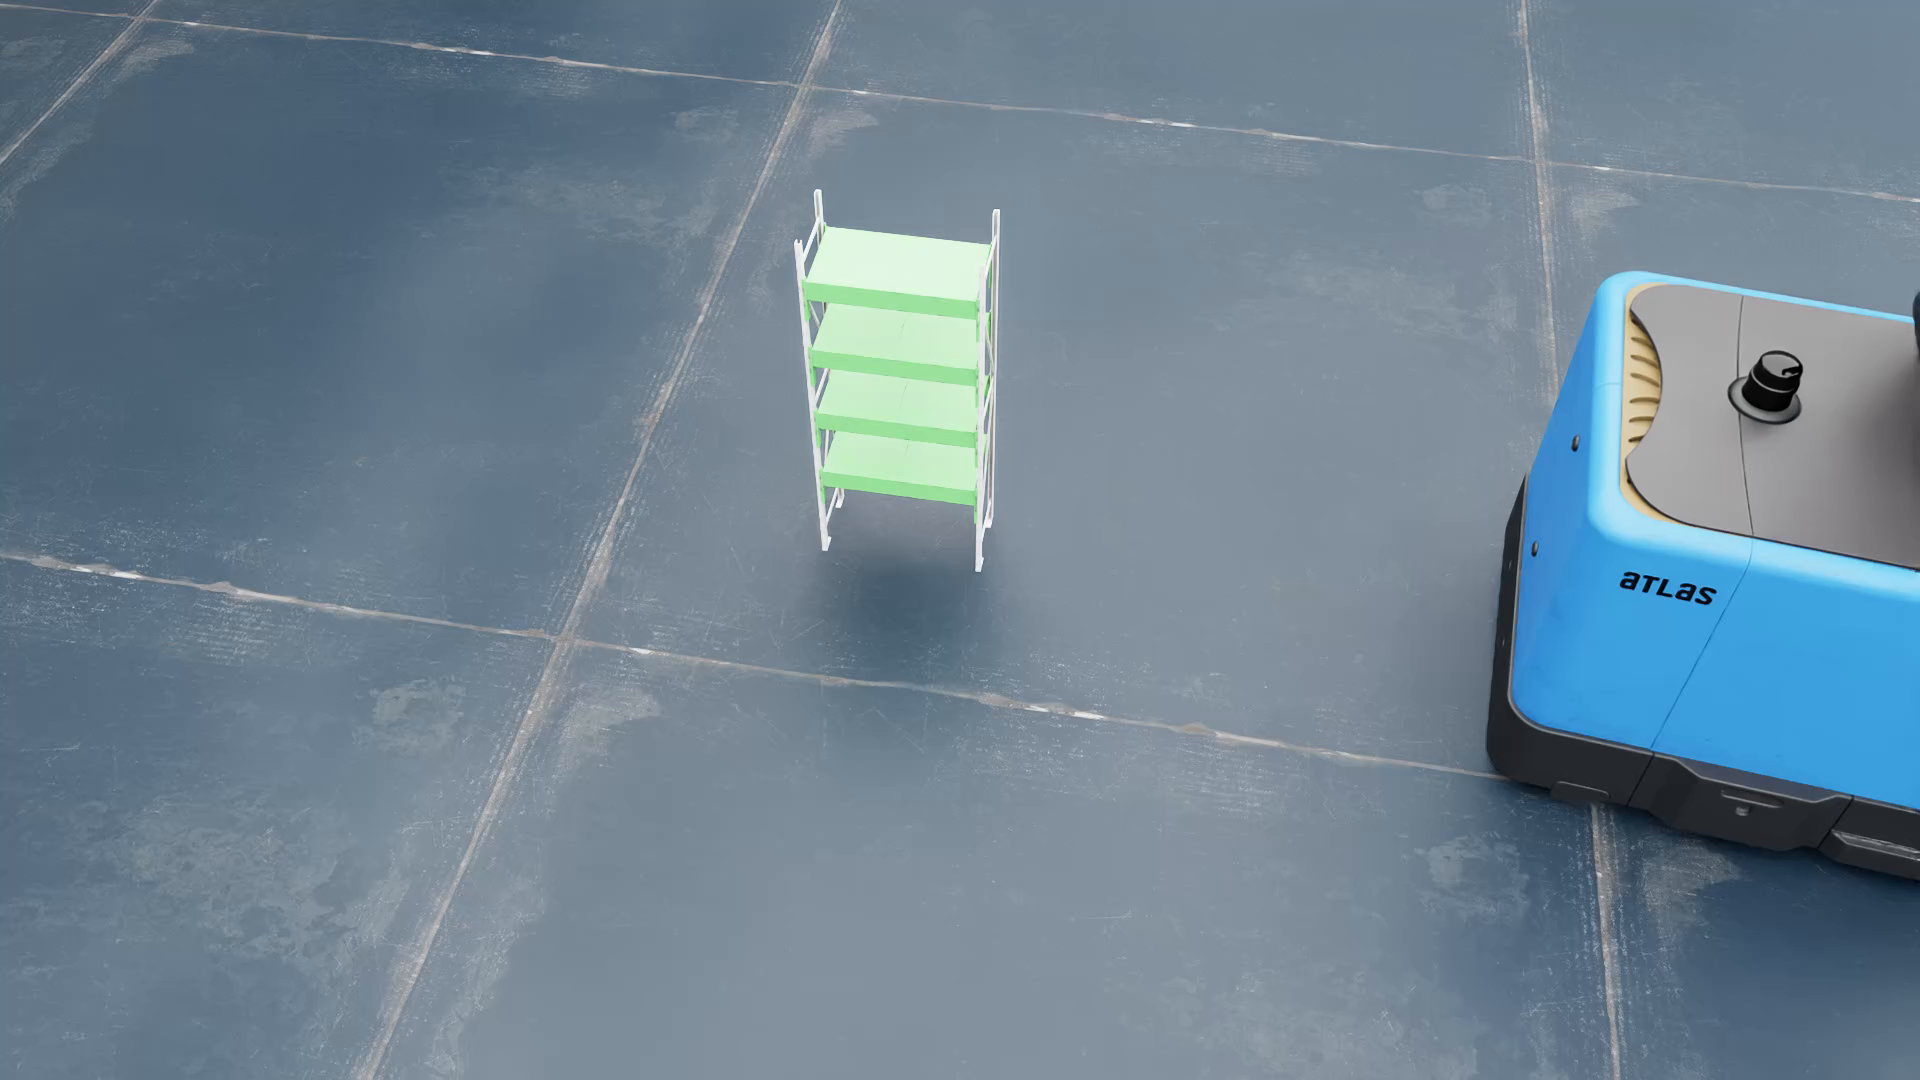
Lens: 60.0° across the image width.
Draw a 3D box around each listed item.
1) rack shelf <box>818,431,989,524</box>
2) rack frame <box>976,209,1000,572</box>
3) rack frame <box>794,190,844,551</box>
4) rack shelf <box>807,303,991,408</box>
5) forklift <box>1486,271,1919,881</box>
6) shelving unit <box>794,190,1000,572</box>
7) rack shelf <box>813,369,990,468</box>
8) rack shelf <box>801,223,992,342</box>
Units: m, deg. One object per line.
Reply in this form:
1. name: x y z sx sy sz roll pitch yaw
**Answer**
1. rack shelf: -0.163 -0.220 5.049 0.480 0.148 0.258 8 49 7
2. rack frame: 0.077 -0.391 4.794 0.015 1.200 0.240 8 49 7
3. rack frame: -0.403 -0.455 4.852 0.015 1.200 0.240 8 49 7
4. rack shelf: -0.163 -0.541 4.692 0.480 0.148 0.258 8 49 7
5. forklift: 3.041 -0.354 3.597 3.031 2.935 1.130 12 49 11
6. shelving unit: -0.163 -0.423 4.823 0.503 1.200 0.258 8 49 7
7. rack shelf: -0.163 -0.380 4.871 0.480 0.148 0.258 8 49 7
8. rack shelf: -0.163 -0.701 4.514 0.480 0.148 0.258 8 49 7
